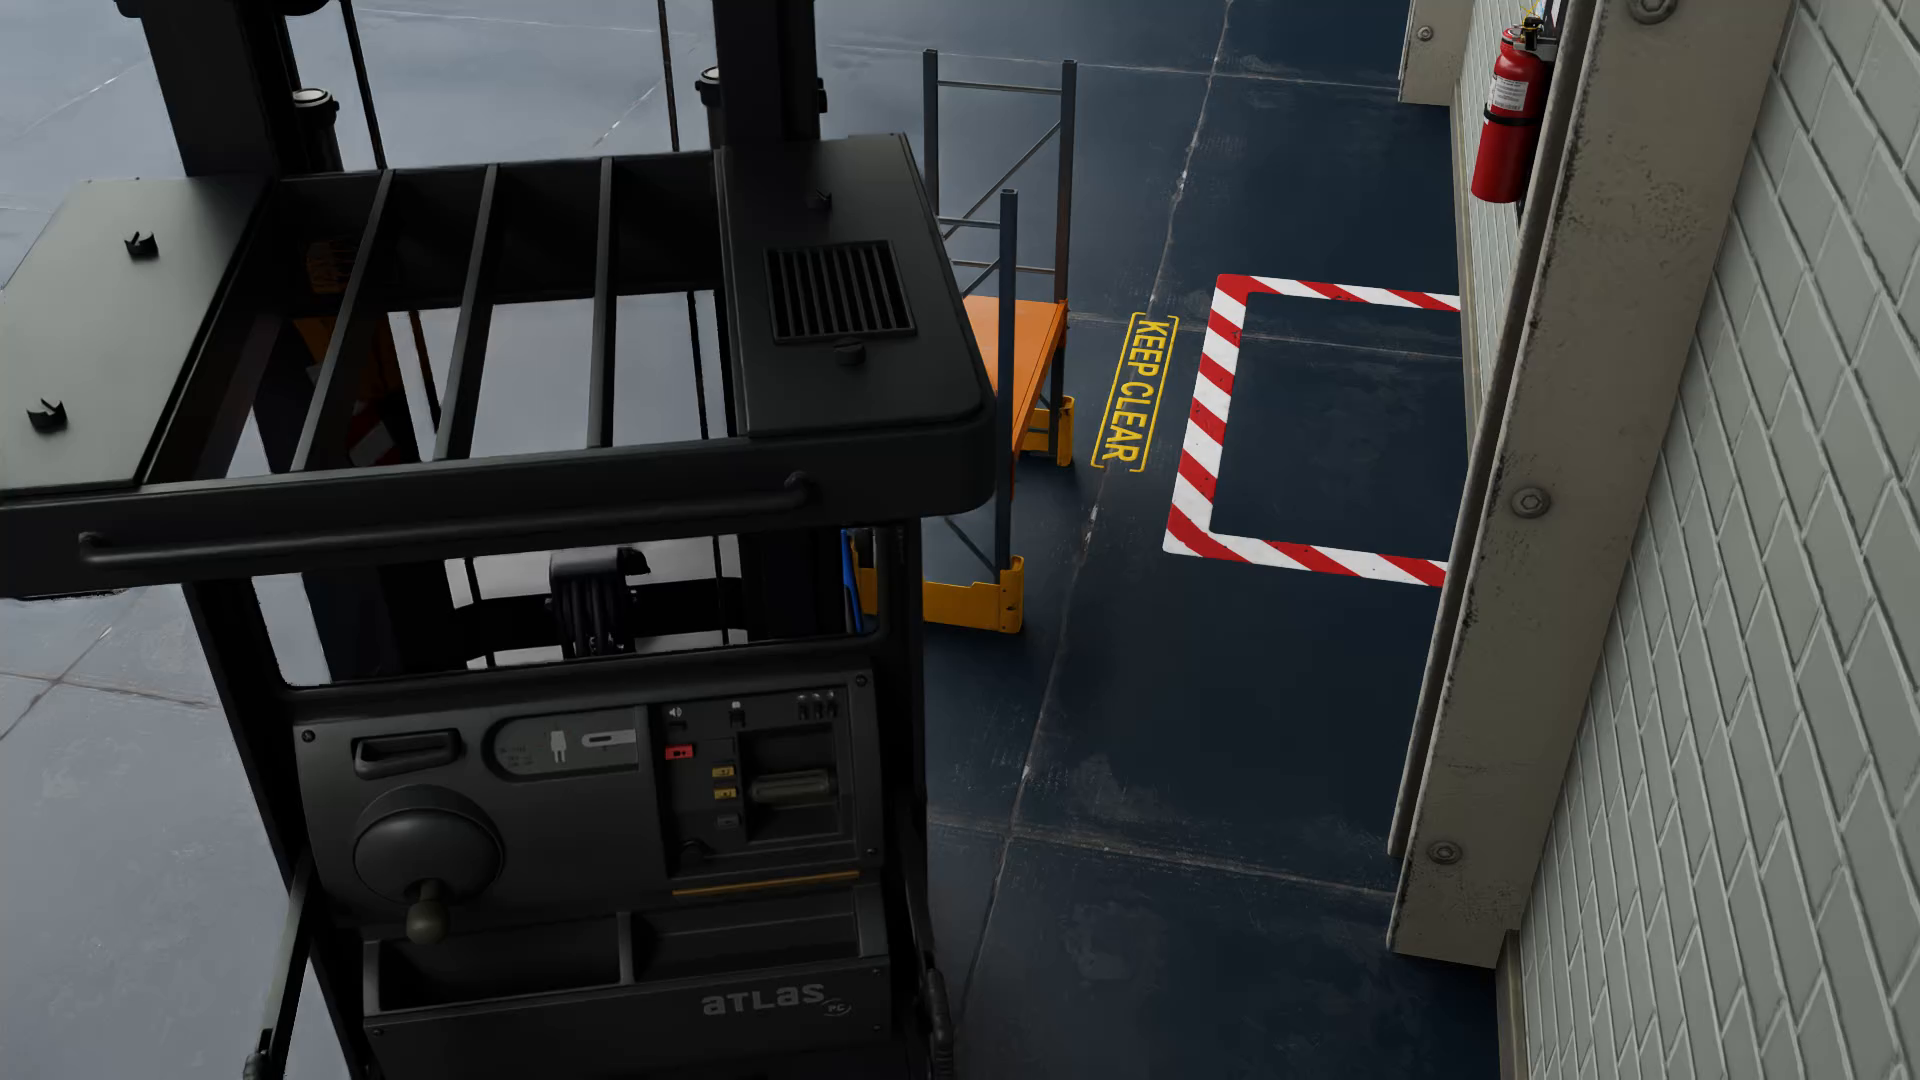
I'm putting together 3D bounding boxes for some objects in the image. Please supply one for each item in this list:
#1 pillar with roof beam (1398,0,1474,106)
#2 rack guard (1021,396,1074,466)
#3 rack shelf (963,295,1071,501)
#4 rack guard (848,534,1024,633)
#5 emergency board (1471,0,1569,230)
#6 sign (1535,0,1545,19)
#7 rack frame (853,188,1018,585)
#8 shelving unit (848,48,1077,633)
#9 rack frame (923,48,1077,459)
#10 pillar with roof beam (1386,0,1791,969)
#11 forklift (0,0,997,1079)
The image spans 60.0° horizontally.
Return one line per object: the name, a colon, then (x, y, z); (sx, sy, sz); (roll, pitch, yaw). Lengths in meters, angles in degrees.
pillar with roof beam: (-1.630, -6.658, 7.269); (9.100, 9.000, 0.400); (7, 37, 10)
rack guard: (0.123, -0.430, 6.131); (0.587, 0.250, 0.087); (7, 37, 10)
rack shelf: (0.018, -0.511, 5.483); (0.538, 0.185, 1.000); (7, 37, 10)
rack guard: (-0.090, 0.141, 5.343); (0.587, 0.250, 0.087); (7, 37, 10)
emergency board: (1.859, -1.662, 5.487); (0.194, 1.169, 0.643); (7, 37, 10)
sign: (2.078, -1.980, 5.896); (0.001, 0.329, 0.234); (7, 37, 10)
rack frame: (-0.090, -0.365, 4.975); (0.500, 1.500, 0.032); (7, 37, 10)
shelving unit: (0.016, -0.651, 5.370); (0.587, 1.500, 1.083); (7, 37, 10)
rack frame: (0.127, -0.948, 5.779); (0.500, 1.500, 0.032); (7, 37, 10)
pillar with roof beam: (-2.912, -3.219, 2.523); (9.100, 9.000, 0.400); (7, 37, 10)
forklift: (-0.562, 0.495, 2.570); (1.130, 2.935, 3.031); (-5, 36, -7)
